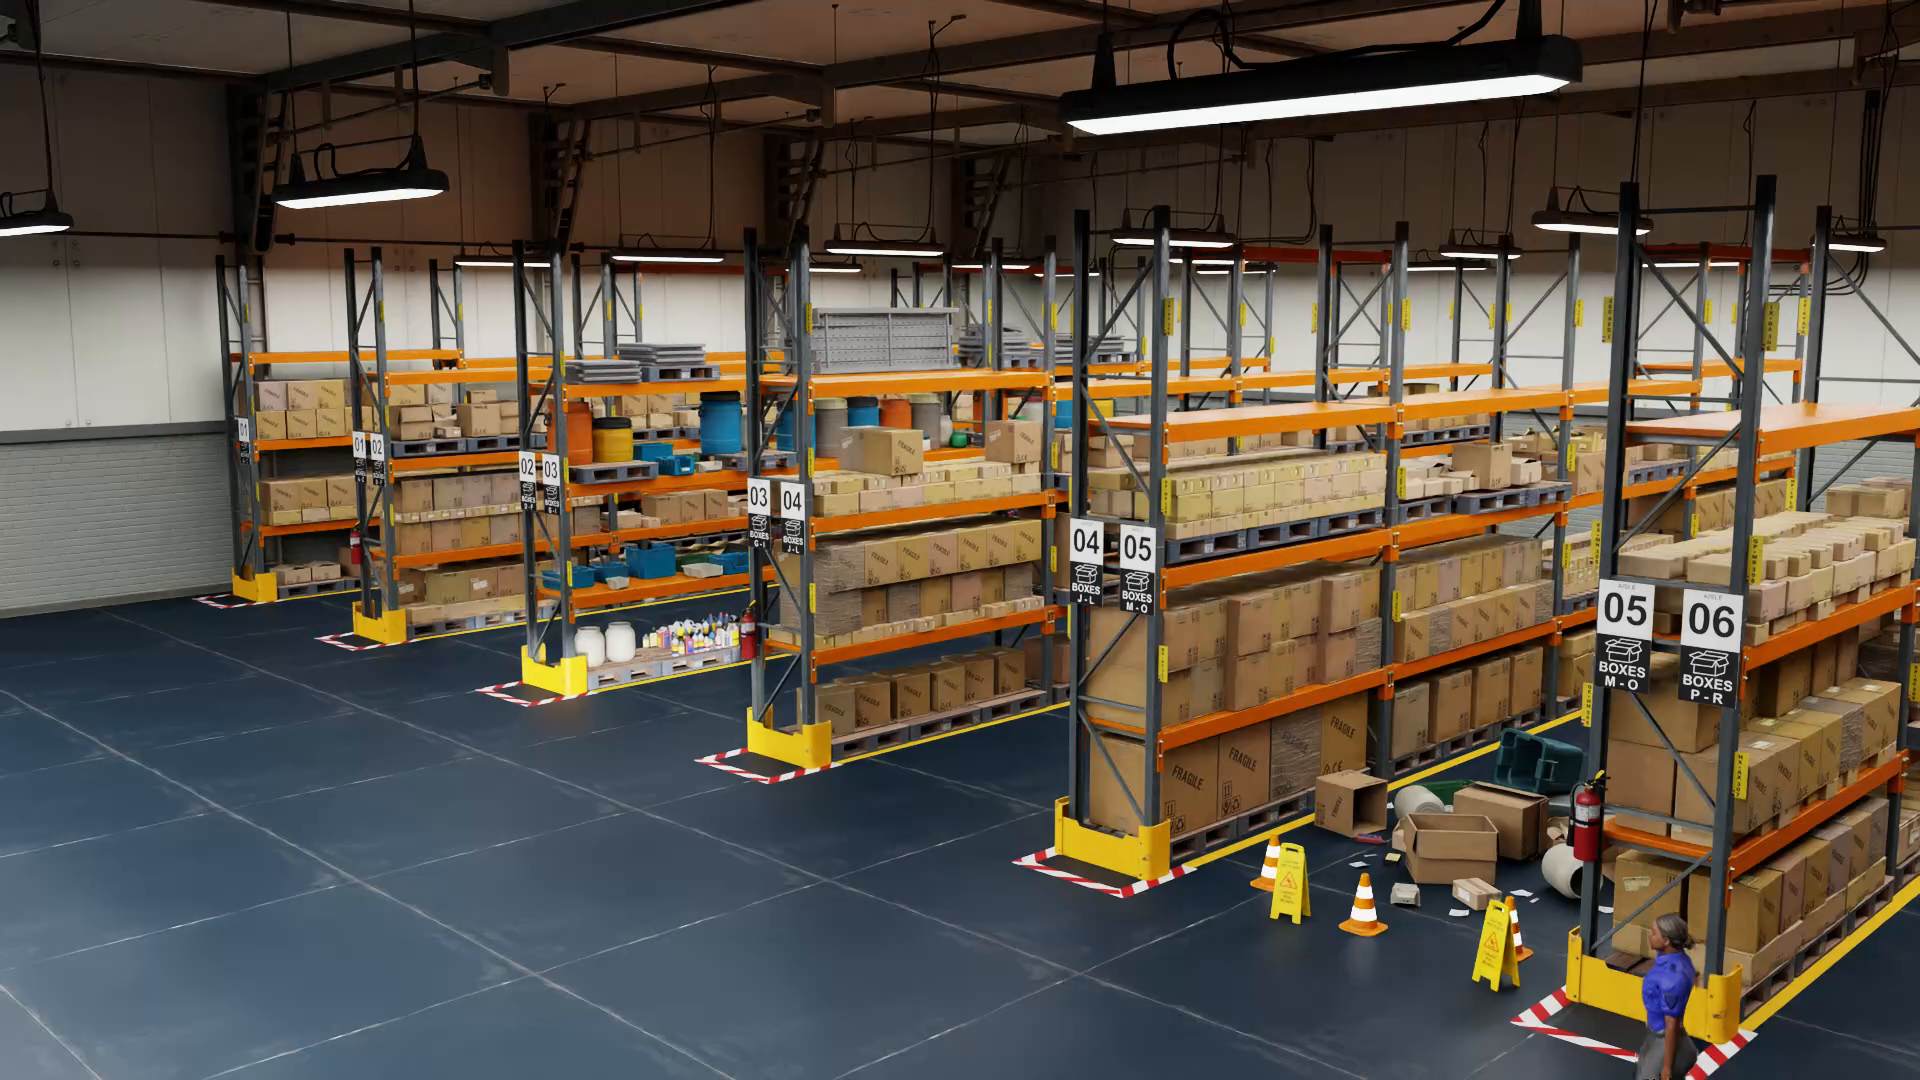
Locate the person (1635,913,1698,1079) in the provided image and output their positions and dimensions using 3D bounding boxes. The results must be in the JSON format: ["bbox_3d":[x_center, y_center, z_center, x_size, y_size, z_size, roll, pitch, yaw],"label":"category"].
[{"bbox_3d":[4.194,2.977,9.712,0.681,1.635,0.443,2,8,11],"label":"person"}]
